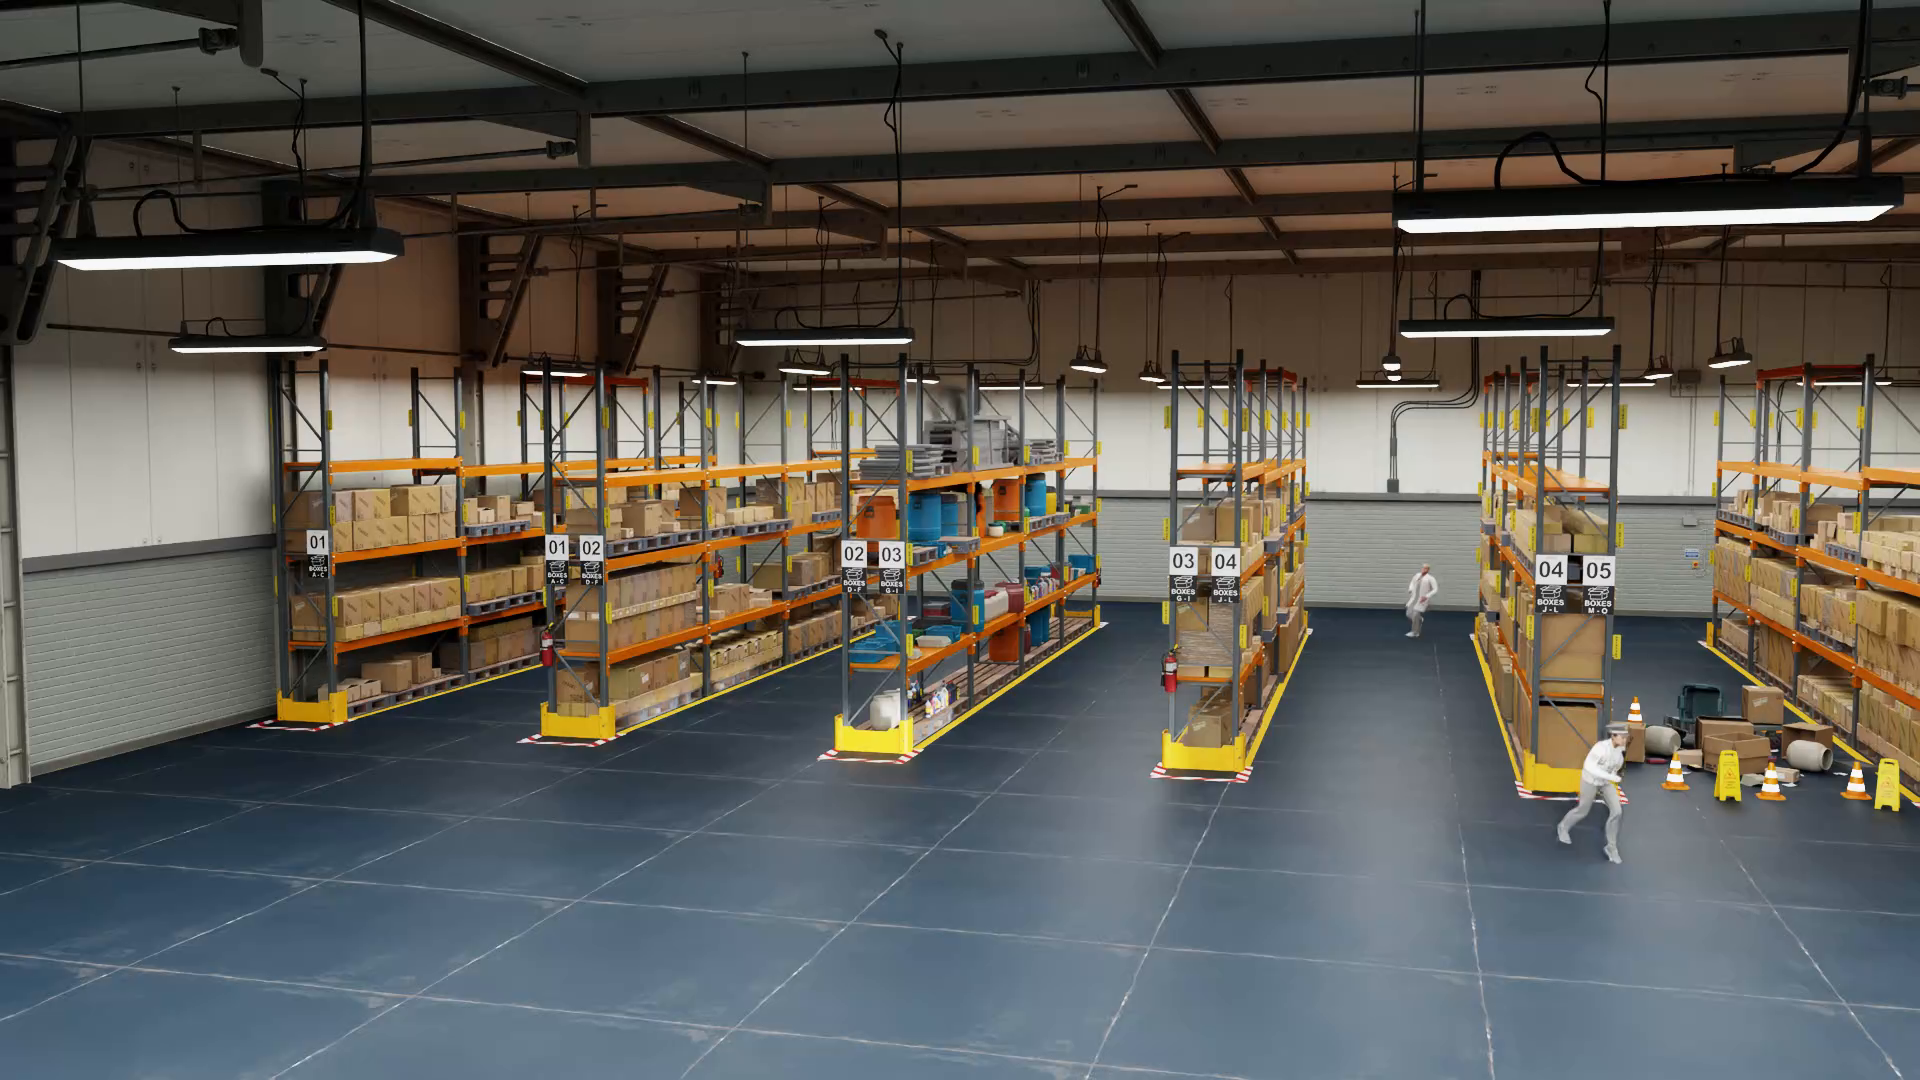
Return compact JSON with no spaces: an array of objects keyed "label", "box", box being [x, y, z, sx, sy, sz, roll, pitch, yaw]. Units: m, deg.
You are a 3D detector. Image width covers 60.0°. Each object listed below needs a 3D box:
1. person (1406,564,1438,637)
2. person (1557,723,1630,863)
[{"label":"person","box":[10.687,1.395,38.431,0.611,1.709,0.764,-3,5,-39]},{"label":"person","box":[7.344,2.858,19.208,0.488,1.625,0.964,-2,5,-28]}]
